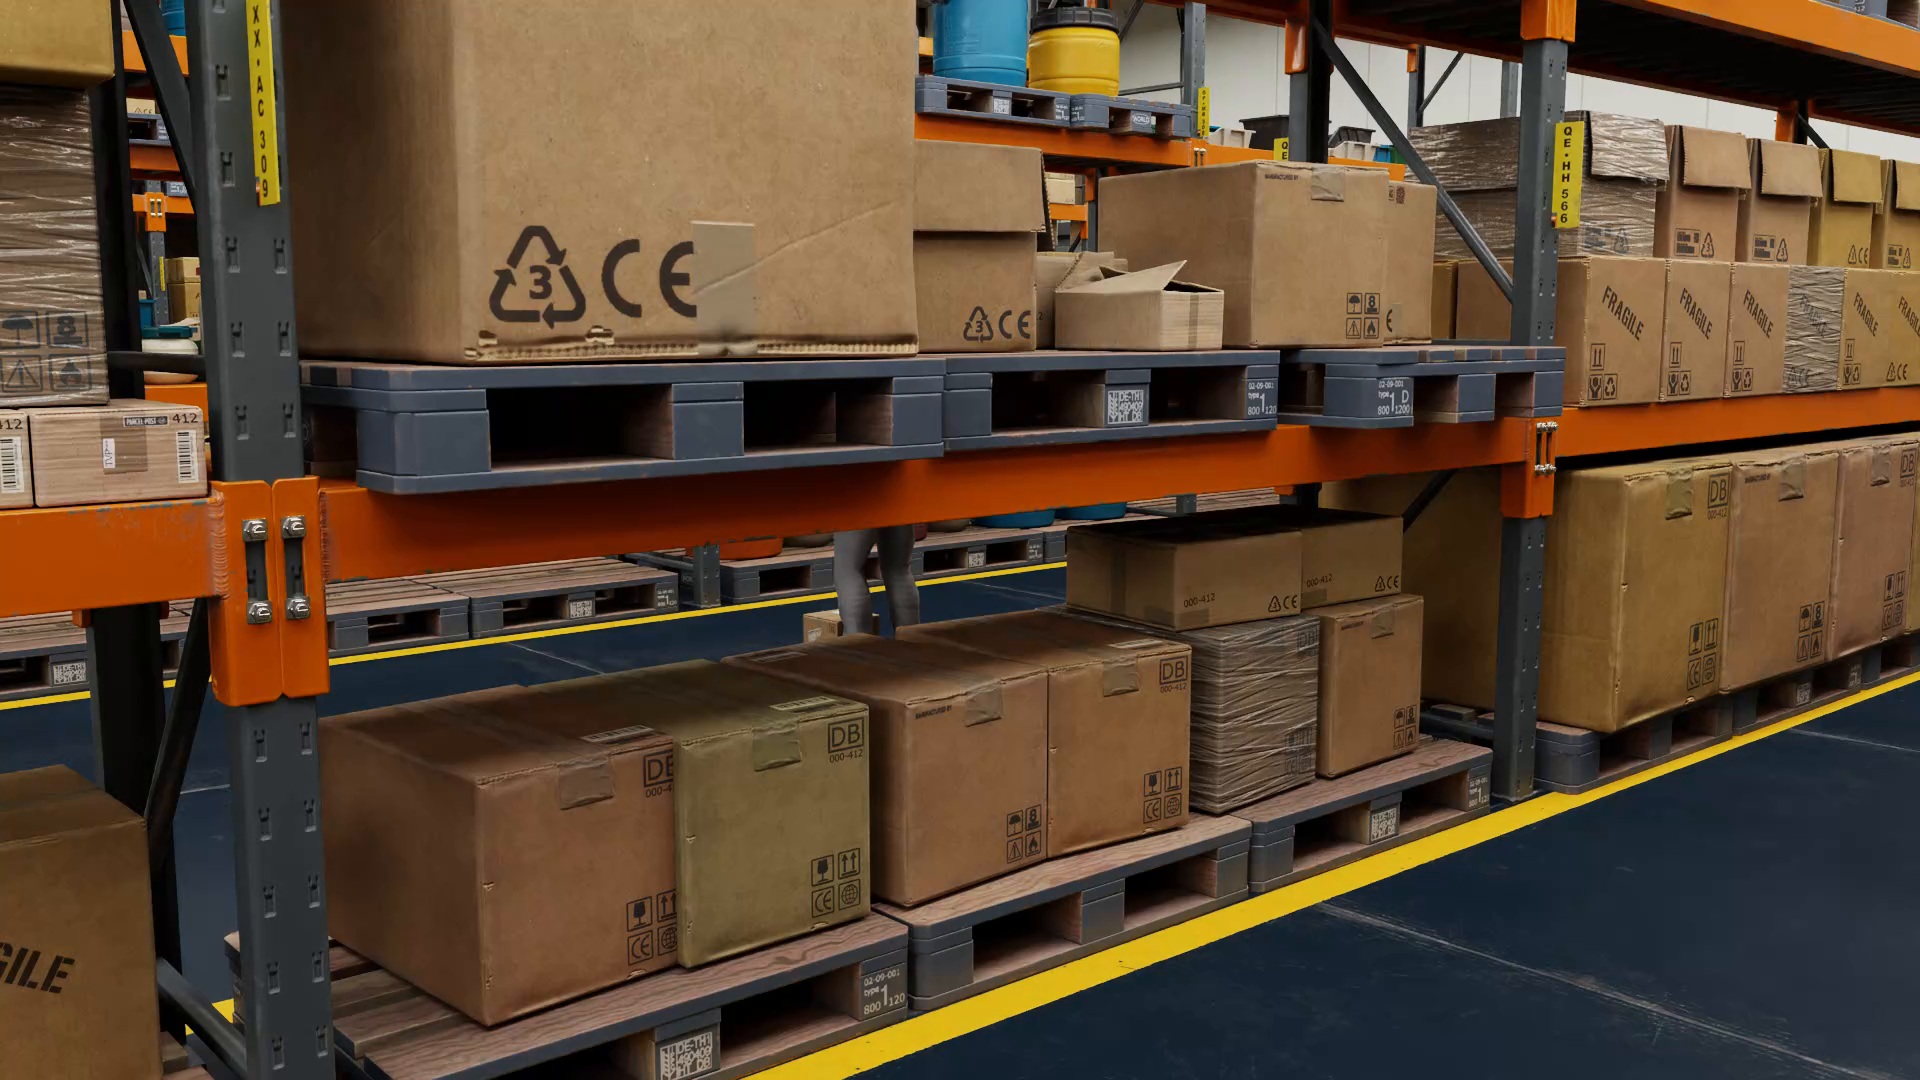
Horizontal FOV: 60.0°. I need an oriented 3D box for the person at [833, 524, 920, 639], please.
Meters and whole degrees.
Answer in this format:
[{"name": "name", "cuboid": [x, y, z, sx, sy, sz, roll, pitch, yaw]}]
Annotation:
[{"name": "person", "cuboid": [-0.390, -0.211, 7.393, 0.512, 1.657, 0.416, -7, 10, -41]}]
